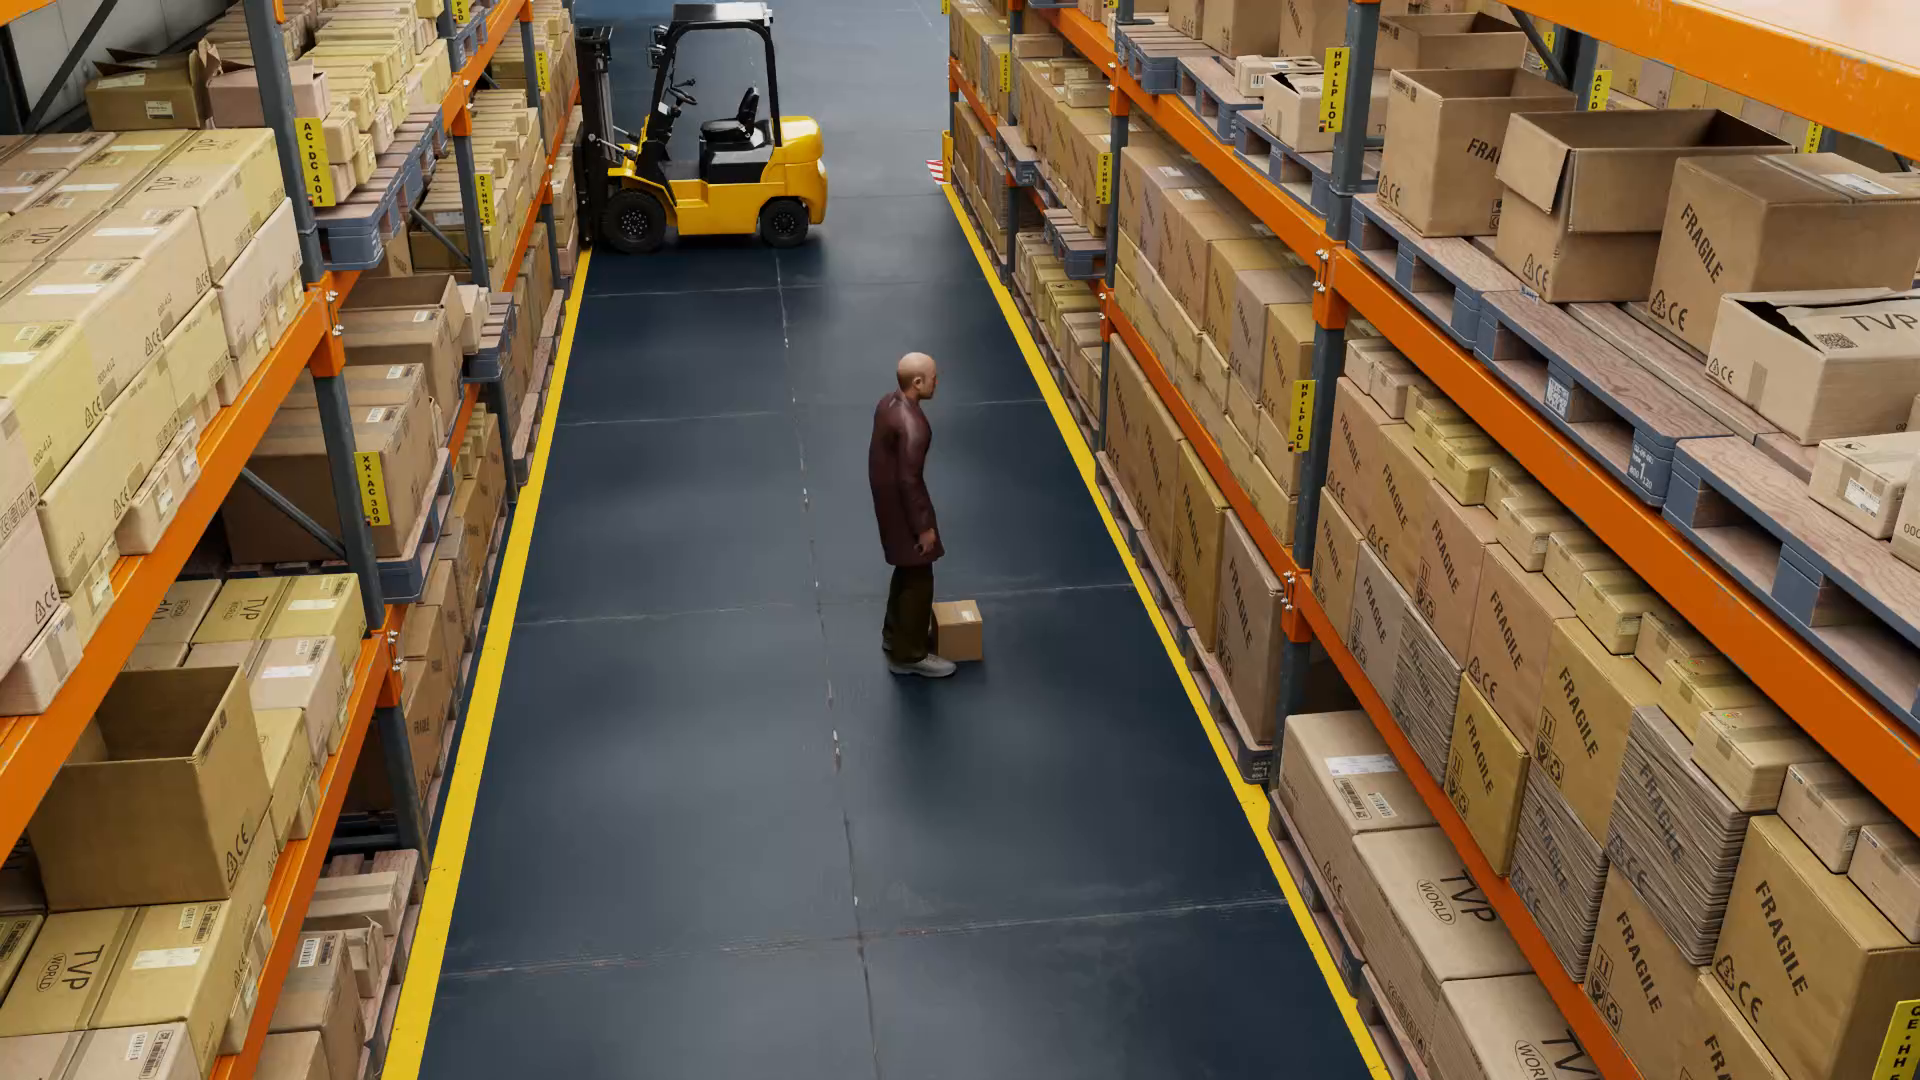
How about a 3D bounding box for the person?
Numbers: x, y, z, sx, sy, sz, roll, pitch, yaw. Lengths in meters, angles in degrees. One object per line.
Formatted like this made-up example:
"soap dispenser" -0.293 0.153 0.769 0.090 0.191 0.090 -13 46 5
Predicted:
"person" -0.269 -0.157 8.945 0.428 1.773 0.650 -5 27 -10
